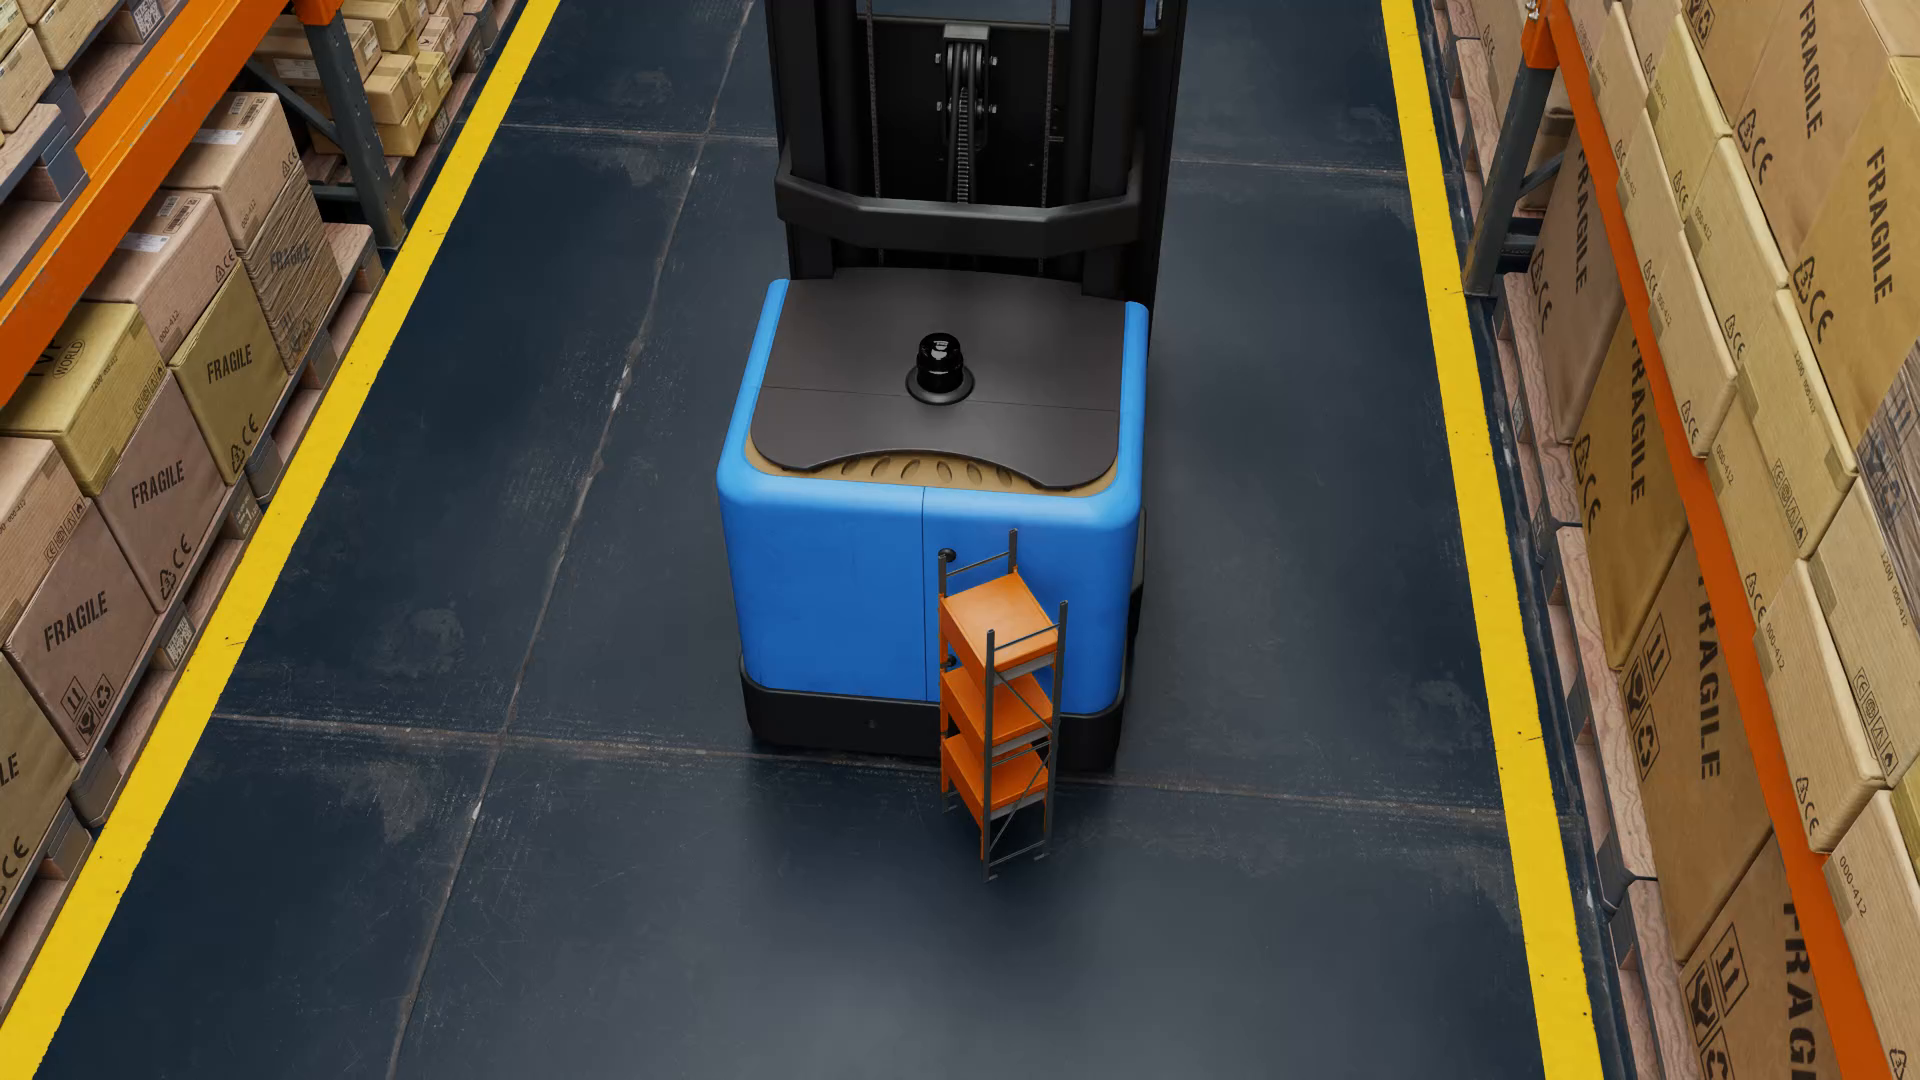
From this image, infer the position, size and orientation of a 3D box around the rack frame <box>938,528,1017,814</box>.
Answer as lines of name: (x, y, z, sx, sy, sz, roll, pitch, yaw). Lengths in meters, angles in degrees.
rack frame: (0.041, 0.362, 4.208, 0.200, 1.050, 0.008, -20, 51, -17)

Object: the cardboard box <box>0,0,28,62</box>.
cardboard box: (-2.532, -1.252, 4.047, 0.380, 0.149, 0.250, 2, 48, 2)

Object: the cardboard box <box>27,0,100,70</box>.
cardboard box: (-2.509, -1.362, 4.349, 0.380, 0.149, 0.250, 2, 48, 2)

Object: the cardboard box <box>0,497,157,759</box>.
cardboard box: (-2.560, 0.223, 4.423, 0.500, 0.500, 0.500, 3, 48, 3)

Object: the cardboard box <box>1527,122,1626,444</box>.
cardboard box: (2.363, -0.874, 5.172, 0.875, 0.875, 0.875, 5, 48, 5)

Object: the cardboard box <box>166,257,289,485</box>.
cardboard box: (-2.463, -0.529, 5.110, 0.500, 0.500, 0.500, 3, 48, 3)

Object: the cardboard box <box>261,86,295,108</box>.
cardboard box: (-2.795, -1.845, 6.552, 0.380, 0.149, 0.250, 5, 48, 5)

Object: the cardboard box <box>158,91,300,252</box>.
cardboard box: (-2.415, -1.155, 5.175, 0.500, 0.250, 0.500, 3, 48, 2)

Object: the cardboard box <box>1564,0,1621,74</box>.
cardboard box: (2.037, -1.554, 4.740, 0.500, 0.250, 0.500, 3, 48, 3)

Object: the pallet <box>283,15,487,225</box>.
pallet: (-2.573, -1.723, 6.683, 1.003, 0.211, 1.213, 4, 48, 4)

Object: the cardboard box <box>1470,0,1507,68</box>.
cardboard box: (2.585, -2.299, 6.772, 0.875, 0.438, 0.875, 3, 48, 2)

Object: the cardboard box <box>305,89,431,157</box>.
cardboard box: (-2.246, -1.594, 6.323, 0.380, 0.149, 0.250, 2, 48, 2)

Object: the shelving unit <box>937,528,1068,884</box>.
shelving unit: (0.095, 0.443, 4.134, 0.215, 1.050, 0.252, -20, 51, -17)

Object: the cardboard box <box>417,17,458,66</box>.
cardboard box: (-2.251, -1.976, 6.672, 0.380, 0.149, 0.250, 4, 48, 3)

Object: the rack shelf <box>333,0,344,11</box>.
rack shelf: (-2.417, -3.396, 6.810, 1.077, 0.370, 4.000, 4, 48, 4)

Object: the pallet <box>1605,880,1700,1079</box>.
pallet: (2.122, 1.396, 3.830, 1.003, 0.211, 1.213, 4, 48, 4)

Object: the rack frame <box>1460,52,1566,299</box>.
rack frame: (2.340, -1.910, 4.964, 1.000, 3.000, 0.127, 4, 48, 4)

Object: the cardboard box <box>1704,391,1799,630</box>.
cardboard box: (1.856, -0.055, 3.369, 0.500, 0.250, 0.500, 3, 48, 3)

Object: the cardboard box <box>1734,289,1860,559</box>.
cardboard box: (1.836, -0.216, 3.178, 0.500, 0.250, 0.500, 3, 48, 3)

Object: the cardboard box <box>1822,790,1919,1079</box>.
cardboard box: (1.763, 0.691, 2.687, 0.500, 0.250, 0.500, 2, 48, 2)

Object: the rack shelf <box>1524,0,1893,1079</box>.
rack shelf: (2.157, -0.198, 3.885, 1.077, 0.370, 4.000, 4, 48, 4)

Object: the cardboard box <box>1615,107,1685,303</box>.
cardboard box: (1.929, -0.798, 4.049, 0.500, 0.250, 0.500, 4, 48, 3)

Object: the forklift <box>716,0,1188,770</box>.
forklift: (0.064, -1.452, 4.591, 1.130, 2.935, 3.031, 4, 48, 4)

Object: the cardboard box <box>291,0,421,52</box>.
cardboard box: (-2.277, -1.987, 6.278, 0.380, 0.149, 0.250, 6, 48, 5)

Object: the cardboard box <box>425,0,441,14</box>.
cardboard box: (-2.300, -2.265, 6.735, 0.380, 0.149, 0.250, 2, 48, 2)

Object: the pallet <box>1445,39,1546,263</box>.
pallet: (2.487, -1.522, 6.499, 1.003, 0.211, 1.213, 4, 48, 4)

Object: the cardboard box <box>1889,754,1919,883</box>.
cardboard box: (1.766, 0.538, 2.488, 0.500, 0.250, 0.500, 4, 48, 3)

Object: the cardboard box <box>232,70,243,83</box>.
cardboard box: (-2.826, -1.828, 6.133, 0.380, 0.149, 0.250, 5, 48, 5)

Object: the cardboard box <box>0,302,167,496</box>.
cardboard box: (-2.509, -0.389, 4.474, 0.500, 0.250, 0.500, 2, 48, 2)

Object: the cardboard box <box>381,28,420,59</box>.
cardboard box: (-2.314, -1.885, 6.387, 0.380, 0.149, 0.250, 4, 48, 4)

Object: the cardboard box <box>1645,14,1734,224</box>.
cardboard box: (1.927, -0.970, 3.867, 0.500, 0.250, 0.500, 4, 48, 4)

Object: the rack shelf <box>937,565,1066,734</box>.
rack shelf: (0.095, 0.258, 3.932, 0.215, 0.259, 0.240, -20, 51, -17)

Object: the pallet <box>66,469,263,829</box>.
pallet: (-2.777, 0.244, 4.884, 1.003, 0.211, 1.213, 4, 48, 4)

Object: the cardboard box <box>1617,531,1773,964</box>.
cardboard box: (2.206, 0.448, 3.963, 0.875, 0.875, 0.875, 4, 48, 4)

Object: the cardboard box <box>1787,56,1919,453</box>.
cardboard box: (1.852, -0.481, 2.912, 0.500, 0.500, 0.500, 4, 48, 4)

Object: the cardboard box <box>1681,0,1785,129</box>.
cardboard box: (1.946, -1.233, 3.600, 0.500, 0.500, 0.500, 3, 48, 3)

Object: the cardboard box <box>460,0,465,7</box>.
cardboard box: (-2.288, -2.366, 7.028, 0.380, 0.149, 0.250, 2, 48, 2)

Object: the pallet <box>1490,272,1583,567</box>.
pallet: (2.344, -0.397, 5.470, 1.003, 0.211, 1.213, 4, 48, 4)

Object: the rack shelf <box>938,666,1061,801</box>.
rack shelf: (0.095, 0.450, 4.142, 0.215, 0.259, 0.240, -20, 51, -17)

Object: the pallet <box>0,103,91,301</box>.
pallet: (-2.824, -0.622, 3.916, 1.003, 0.211, 1.213, 4, 48, 4)

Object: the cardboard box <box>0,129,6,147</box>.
cardboard box: (-2.553, -0.963, 3.984, 0.380, 0.149, 0.250, 6, 48, 5)
